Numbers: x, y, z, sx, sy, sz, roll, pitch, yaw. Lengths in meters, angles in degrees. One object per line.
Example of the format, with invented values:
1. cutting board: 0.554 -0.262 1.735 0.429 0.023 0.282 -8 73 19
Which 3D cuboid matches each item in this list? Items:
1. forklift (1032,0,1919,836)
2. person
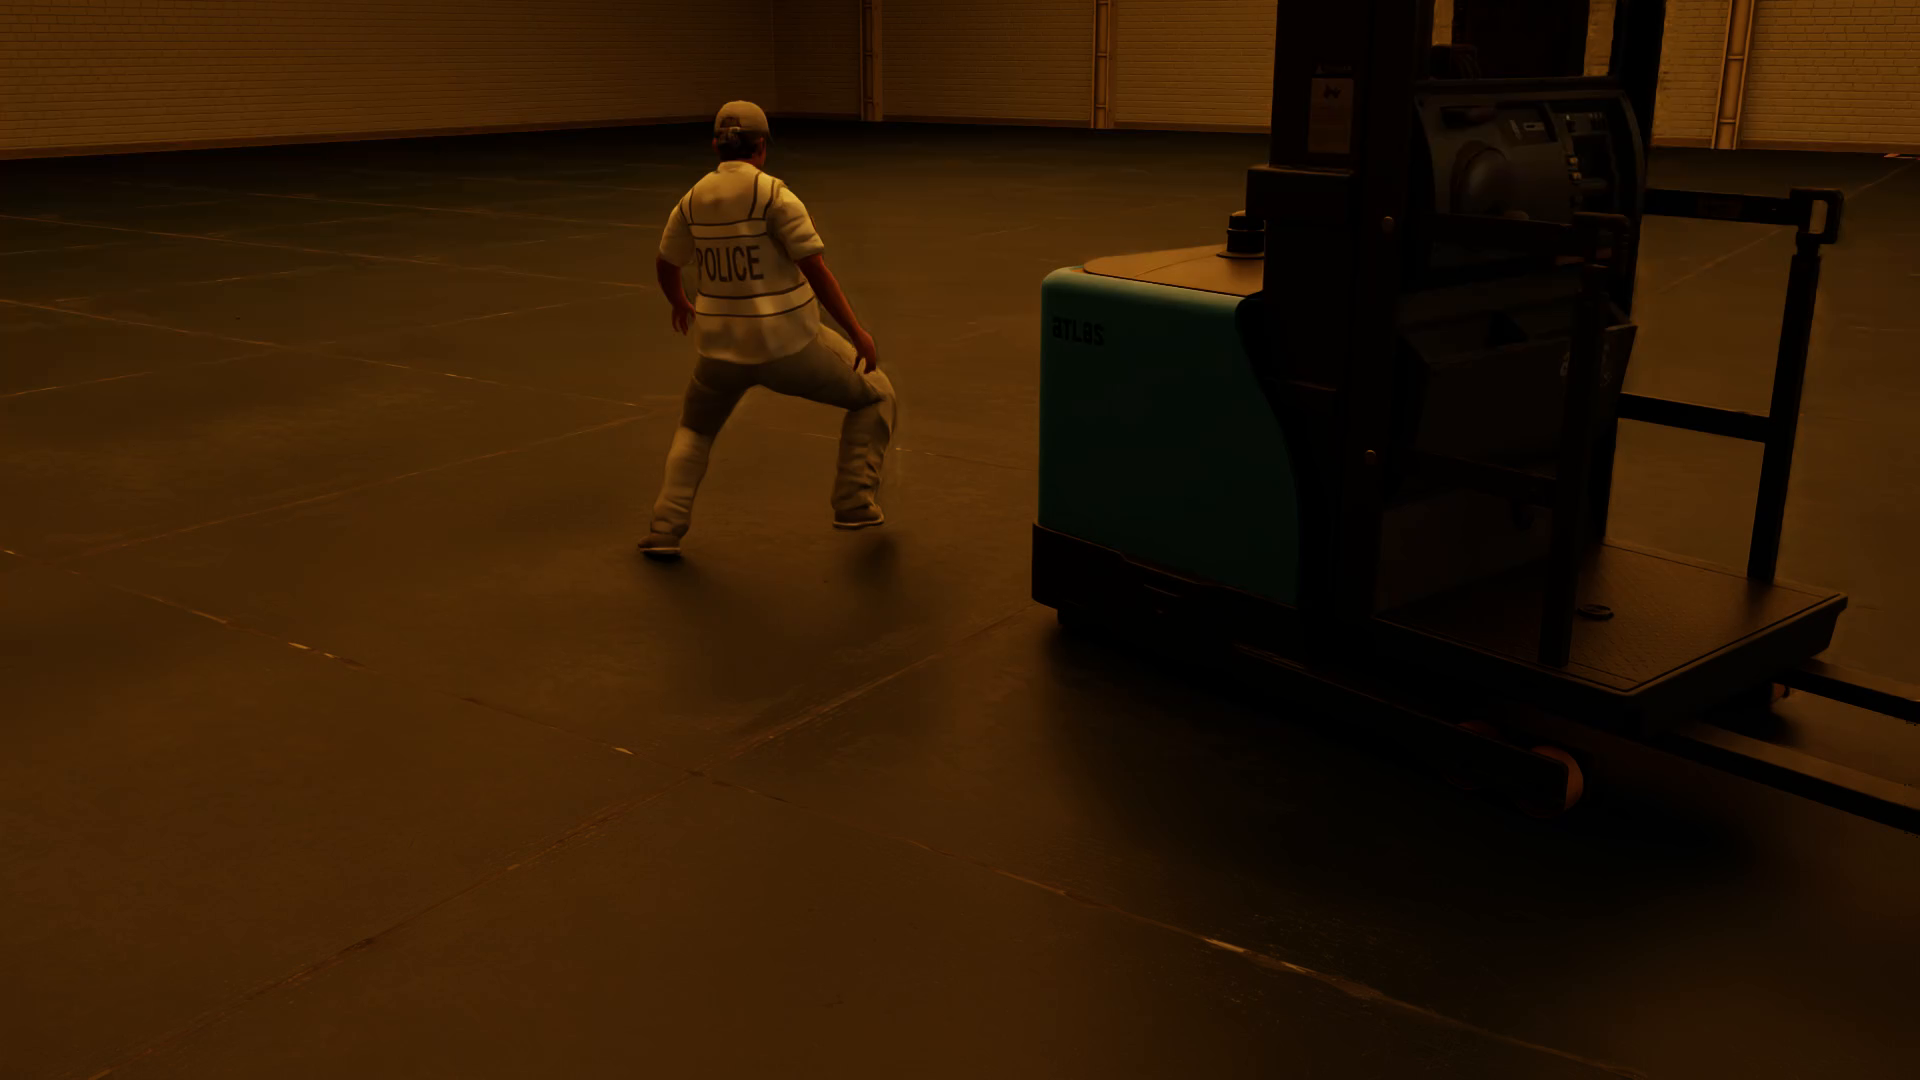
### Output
1. forklift: 1.548 -0.928 3.935 1.130 2.935 3.031 -13 21 -38
2. person: -0.708 -0.705 5.691 0.889 1.553 0.653 8 18 24
